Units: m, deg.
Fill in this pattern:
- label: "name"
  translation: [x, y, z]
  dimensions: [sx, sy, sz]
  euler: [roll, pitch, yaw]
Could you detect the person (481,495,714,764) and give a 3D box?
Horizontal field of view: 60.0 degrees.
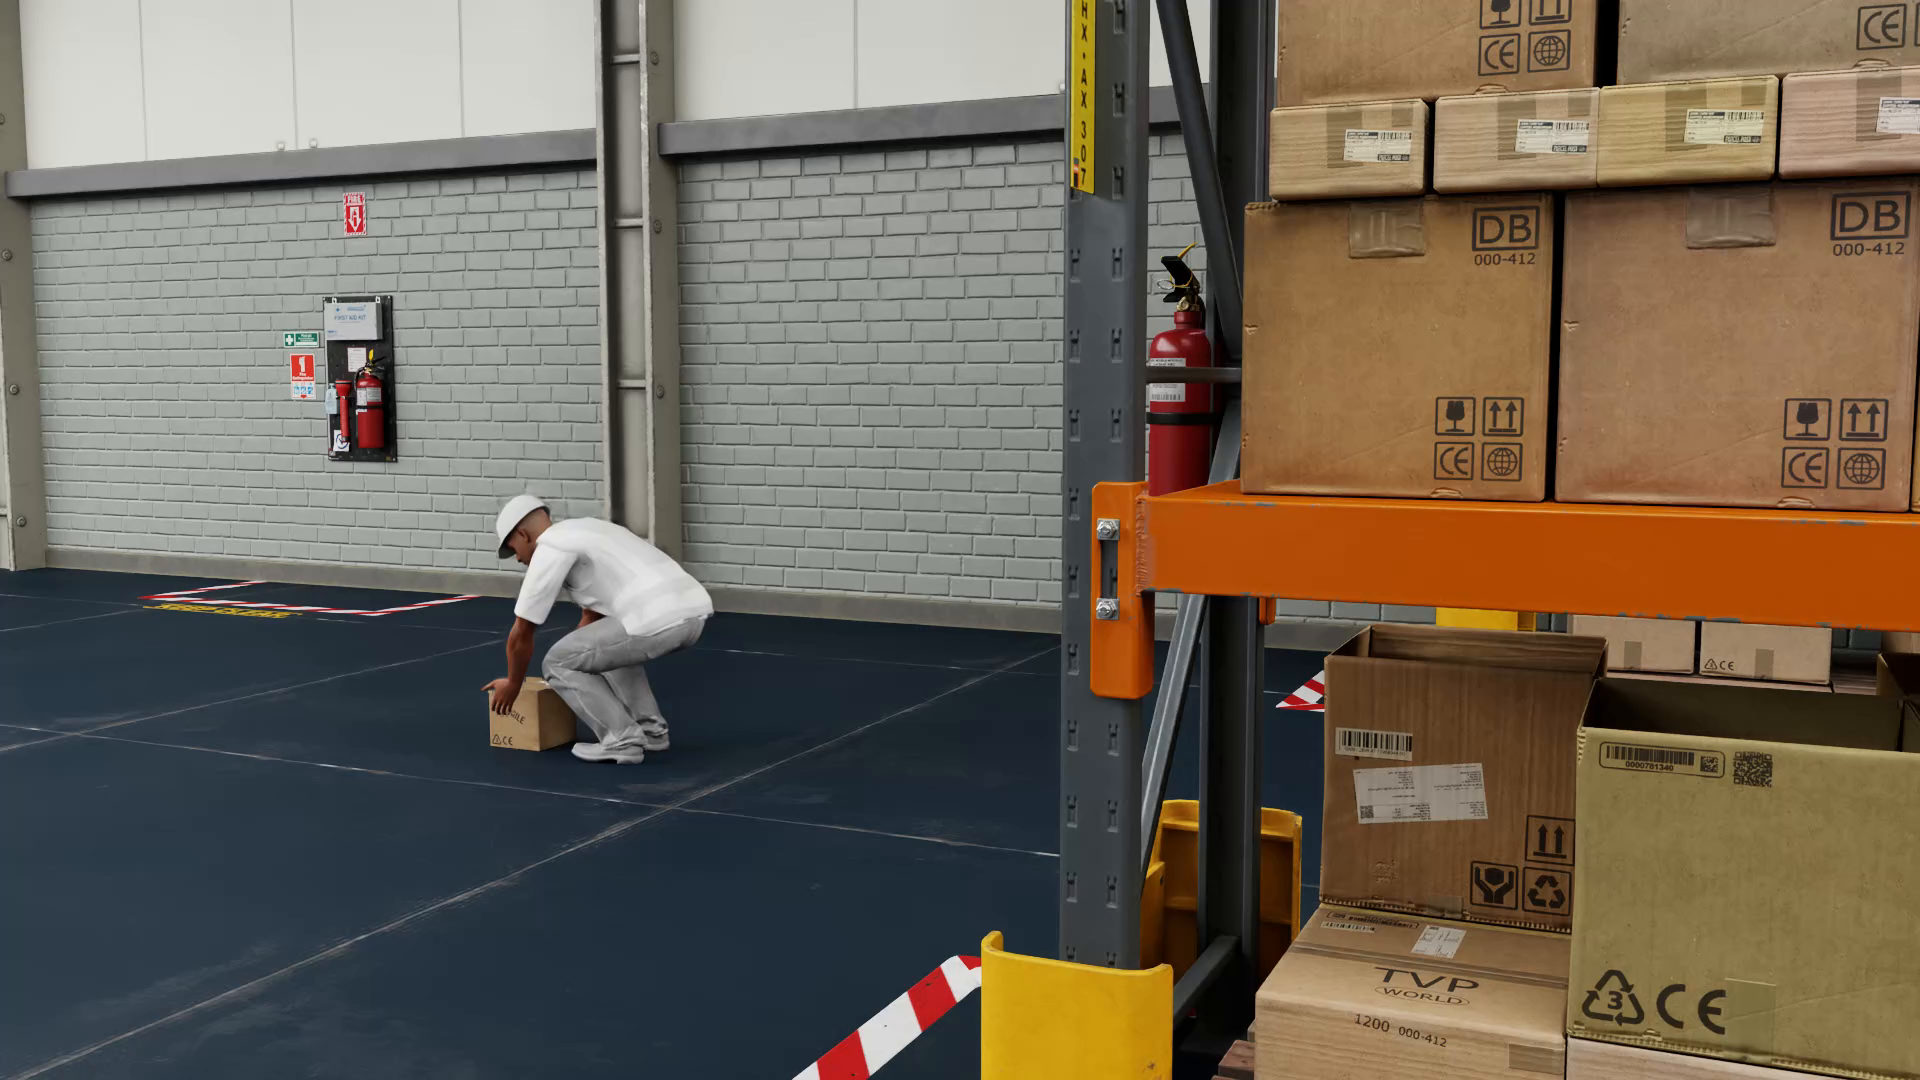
- label: "person"
  translation: [-1.449, 0.346, 6.641]
  dimensions: [0.884, 1.039, 0.593]
  euler: [2, 6, 23]
